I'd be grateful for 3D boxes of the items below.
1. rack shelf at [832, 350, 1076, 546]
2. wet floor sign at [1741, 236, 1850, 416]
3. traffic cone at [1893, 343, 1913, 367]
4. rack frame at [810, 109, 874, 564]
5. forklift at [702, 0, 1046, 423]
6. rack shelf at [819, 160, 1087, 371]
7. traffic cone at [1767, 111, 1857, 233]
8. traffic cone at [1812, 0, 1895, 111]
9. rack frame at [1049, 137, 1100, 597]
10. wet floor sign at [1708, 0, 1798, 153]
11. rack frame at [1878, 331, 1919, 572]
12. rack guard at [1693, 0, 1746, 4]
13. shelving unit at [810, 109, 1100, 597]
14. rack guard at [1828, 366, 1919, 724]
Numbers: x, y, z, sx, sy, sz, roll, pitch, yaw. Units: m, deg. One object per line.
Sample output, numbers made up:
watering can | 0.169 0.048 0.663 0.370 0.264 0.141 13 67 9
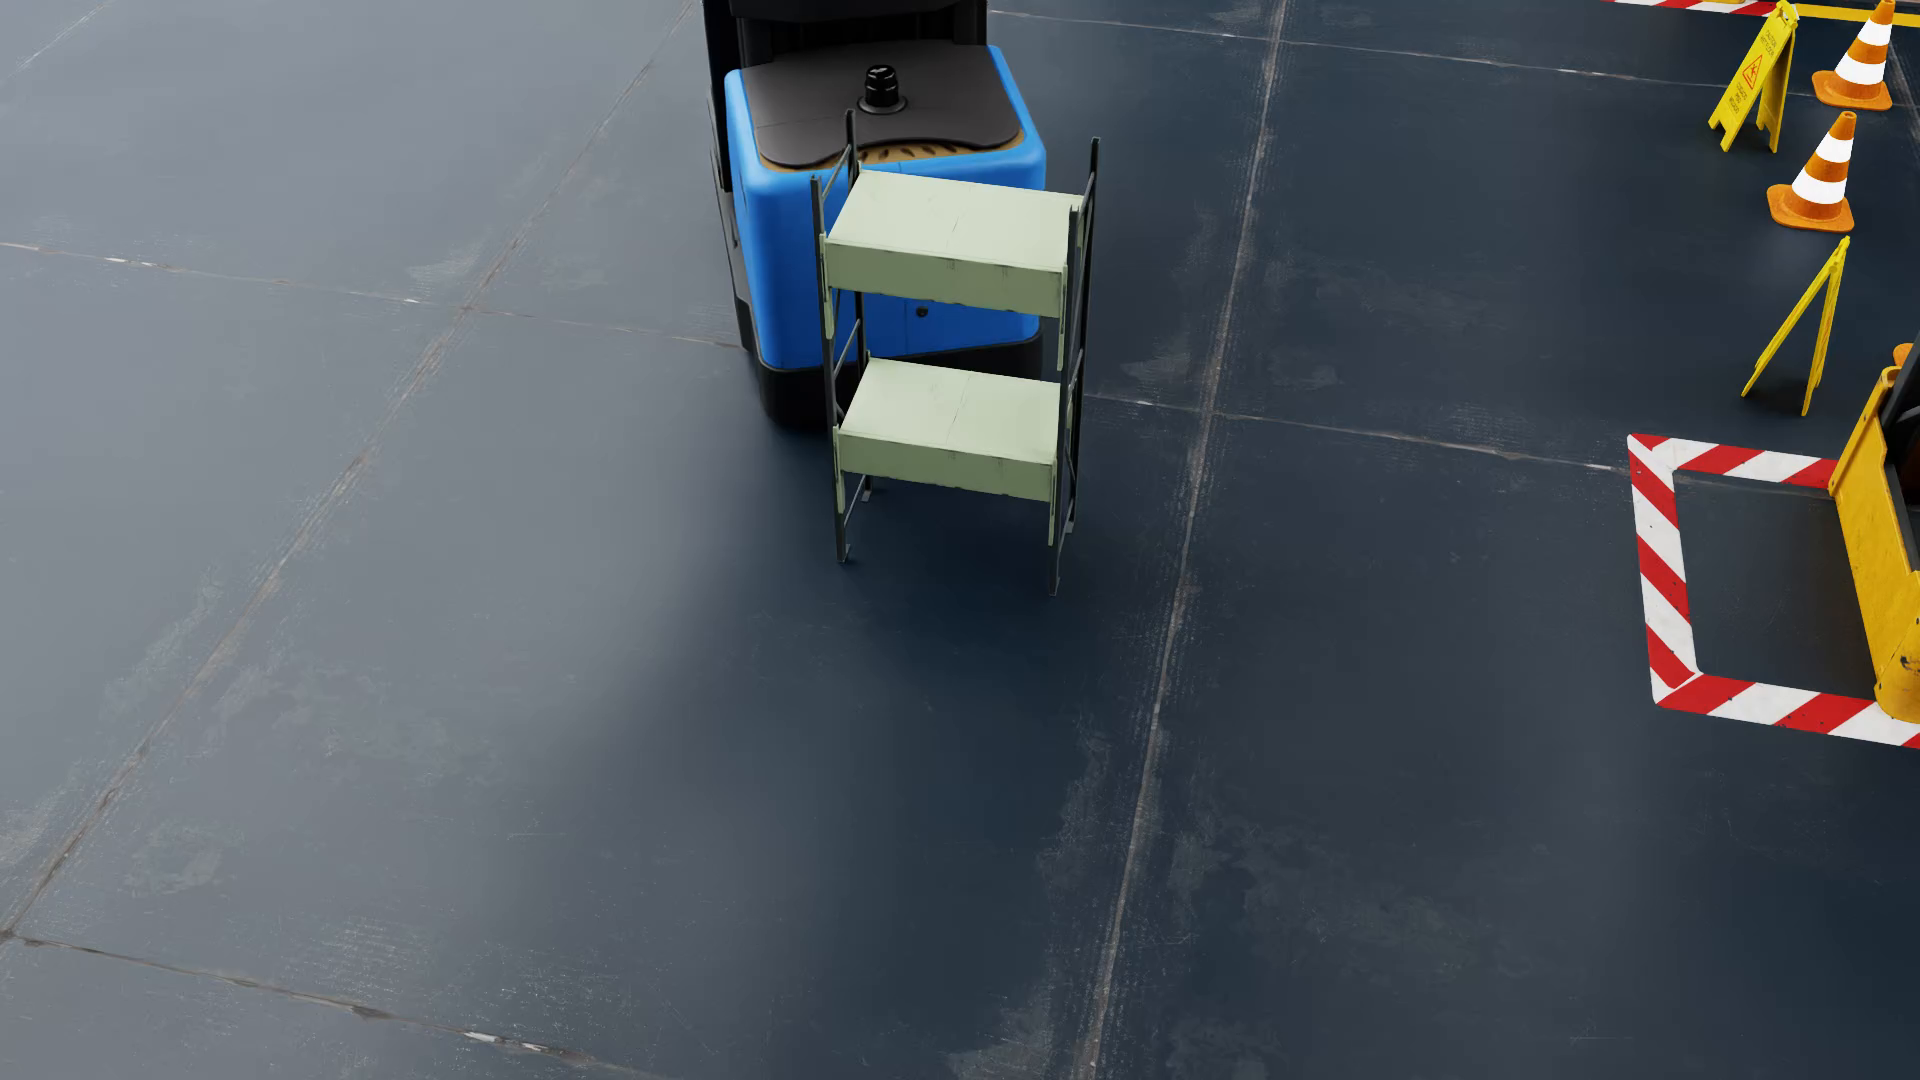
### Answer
rack shelf | -0.007 -0.306 5.457 0.720 0.370 0.431 9 45 9
wet floor sign | 3.136 -0.813 6.130 0.232 0.644 0.267 24 49 23
traffic cone | 3.790 -0.802 6.250 0.334 0.463 0.336 9 45 9
rack frame | -0.364 -0.597 5.289 0.023 1.500 0.400 9 45 9
forklift | -0.487 -2.518 6.253 1.130 2.935 3.031 -8 44 -8
rack shelf | -0.007 -0.823 4.960 0.720 0.370 0.431 9 45 9
traffic cone | 3.700 -1.605 7.084 0.334 0.463 0.336 9 45 9
traffic cone | 4.279 -2.318 7.825 0.334 0.463 0.336 9 45 9
rack frame | 0.351 -0.486 5.173 0.023 1.500 0.400 9 45 9
wet floor sign | 3.610 -2.090 7.456 0.232 0.644 0.267 2 44 2
rack frame | 3.088 -0.909 4.531 0.127 3.000 1.000 9 45 9
rack guard | 4.047 -3.377 8.898 0.348 0.500 1.175 9 45 9
shelving unit | -0.007 -0.541 5.231 0.755 1.500 0.431 9 45 9
rack guard | 3.162 0.003 5.386 0.348 0.500 1.175 9 45 9
